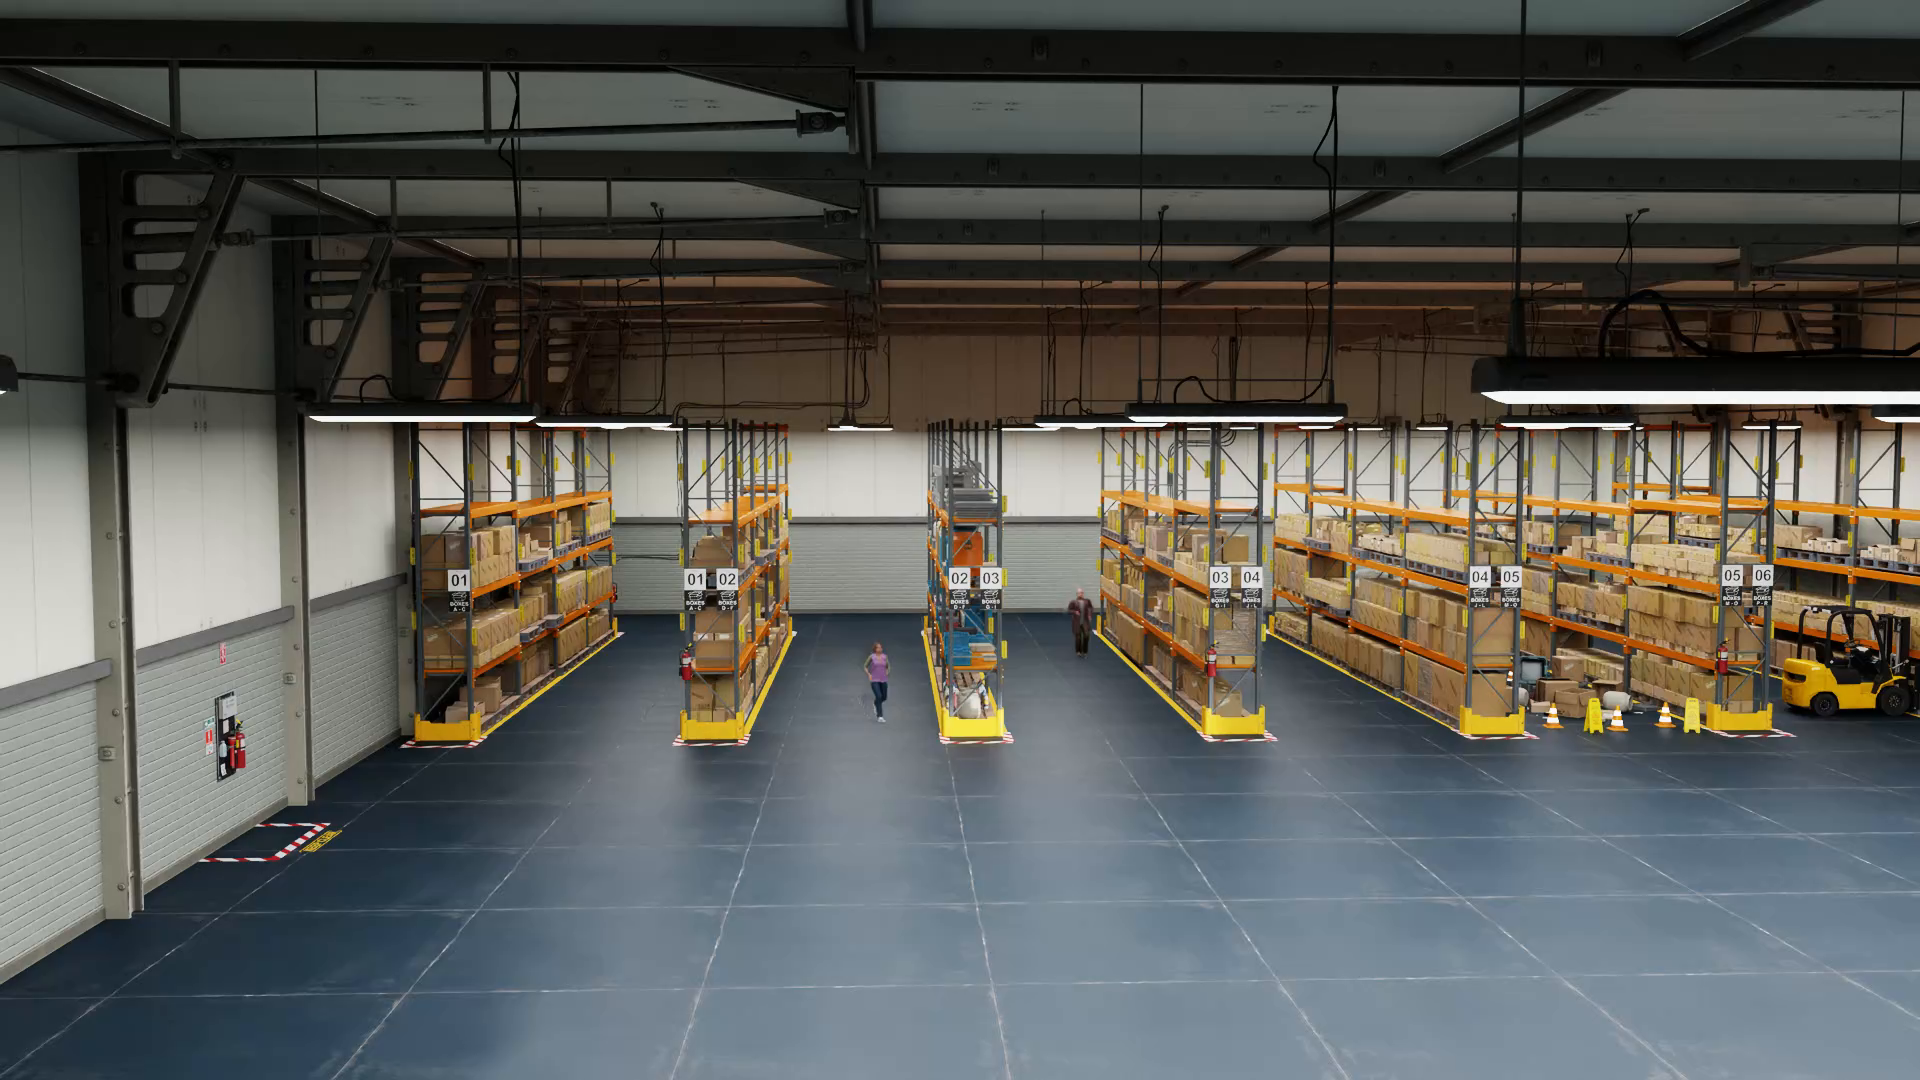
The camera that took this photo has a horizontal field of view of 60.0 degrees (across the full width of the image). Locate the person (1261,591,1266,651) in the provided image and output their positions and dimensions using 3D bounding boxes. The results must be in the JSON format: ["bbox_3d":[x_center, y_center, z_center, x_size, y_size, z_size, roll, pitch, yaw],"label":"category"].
[{"bbox_3d":[7.835,1.986,44.181,0.705,1.809,1.009,0,4,-3],"label":"person"}]

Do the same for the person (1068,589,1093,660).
[{"bbox_3d":[3.069,2.152,42.211,0.682,1.812,0.811,0,4,-4],"label":"person"}]

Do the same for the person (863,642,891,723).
[{"bbox_3d":[-1.645,2.824,33.130,0.547,1.550,0.755,-1,4,-22],"label":"person"}]

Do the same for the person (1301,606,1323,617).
[{"bbox_3d":[10.368,1.722,48.889,0.766,1.824,0.672,-1,4,-11],"label":"person"}]
